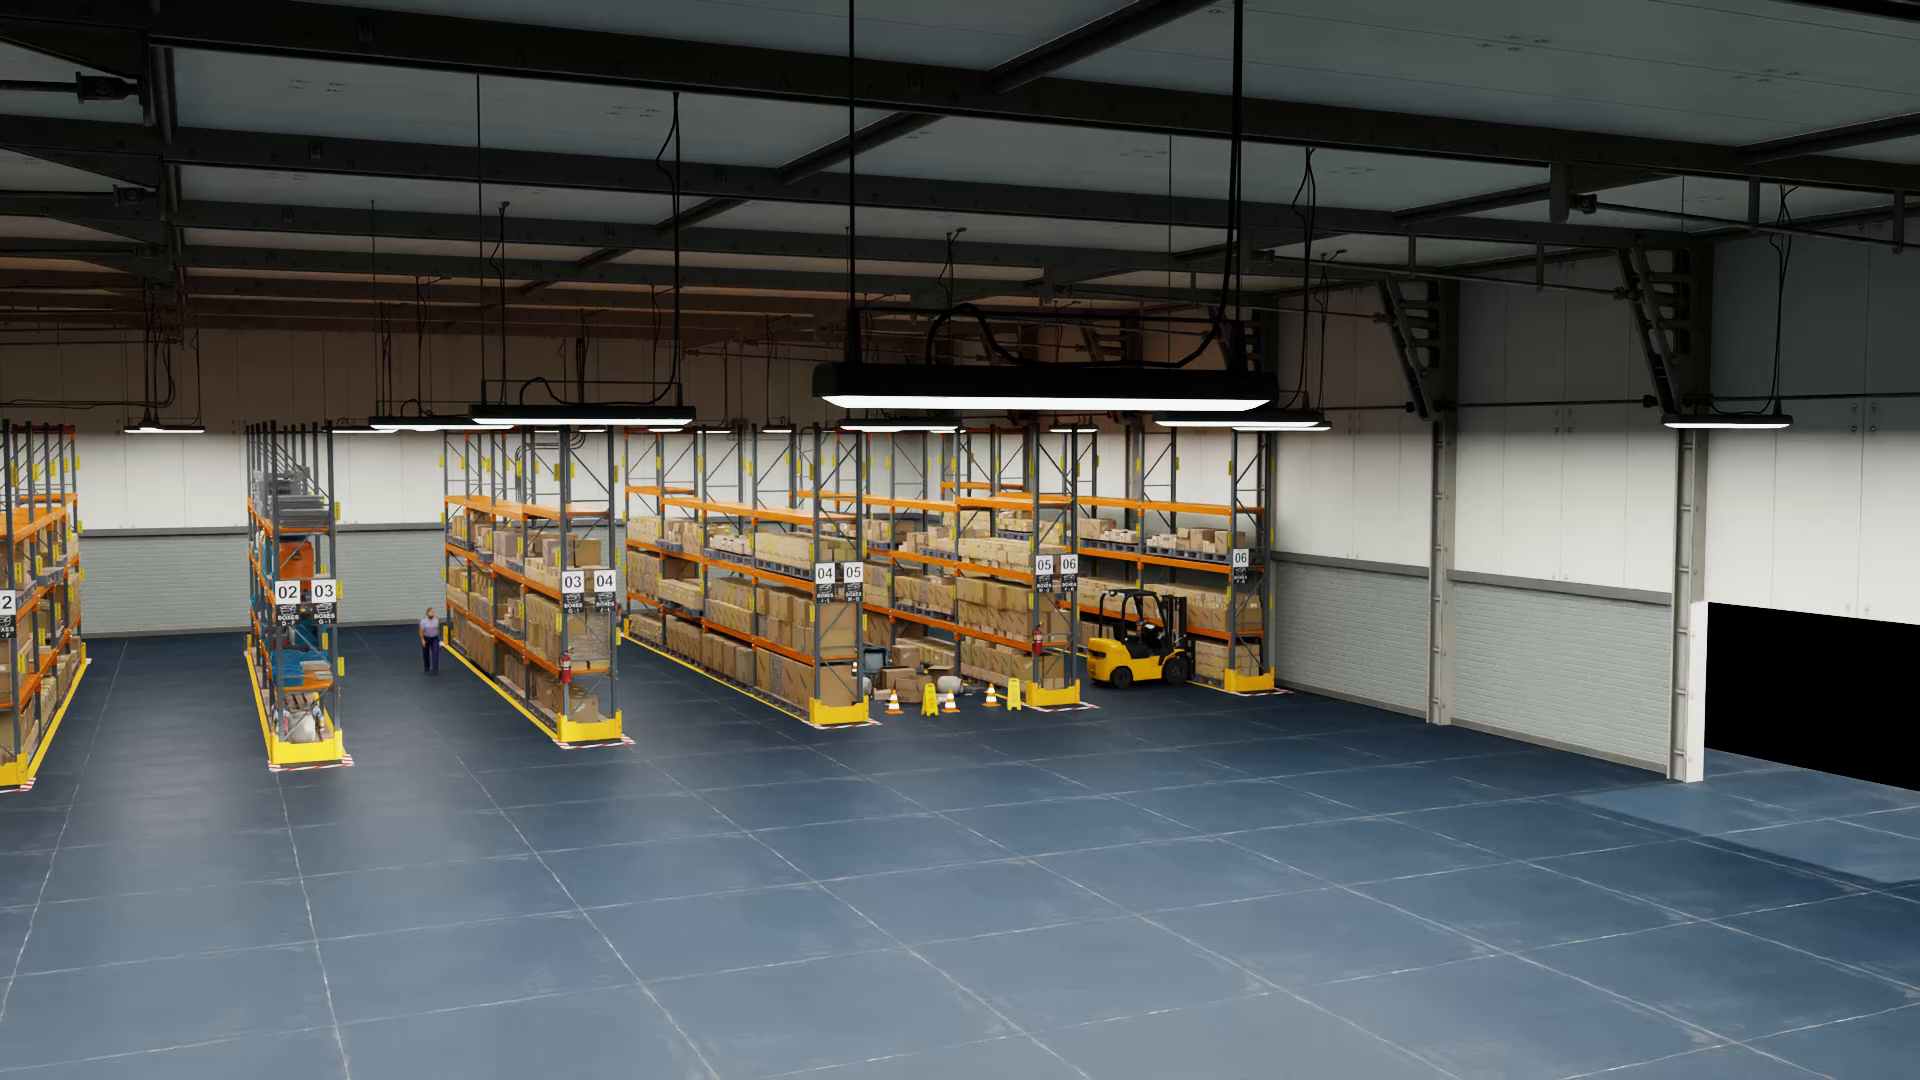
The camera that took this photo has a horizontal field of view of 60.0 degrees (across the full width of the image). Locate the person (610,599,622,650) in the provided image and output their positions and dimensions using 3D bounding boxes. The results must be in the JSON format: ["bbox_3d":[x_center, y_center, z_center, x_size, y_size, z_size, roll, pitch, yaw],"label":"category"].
[{"bbox_3d":[-9.221,2.146,43.844,0.652,1.686,0.630,-1,4,-16],"label":"person"}]

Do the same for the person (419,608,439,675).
[{"bbox_3d":[-12.716,2.416,39.848,0.462,1.579,1.037,-1,4,-21],"label":"person"}]
